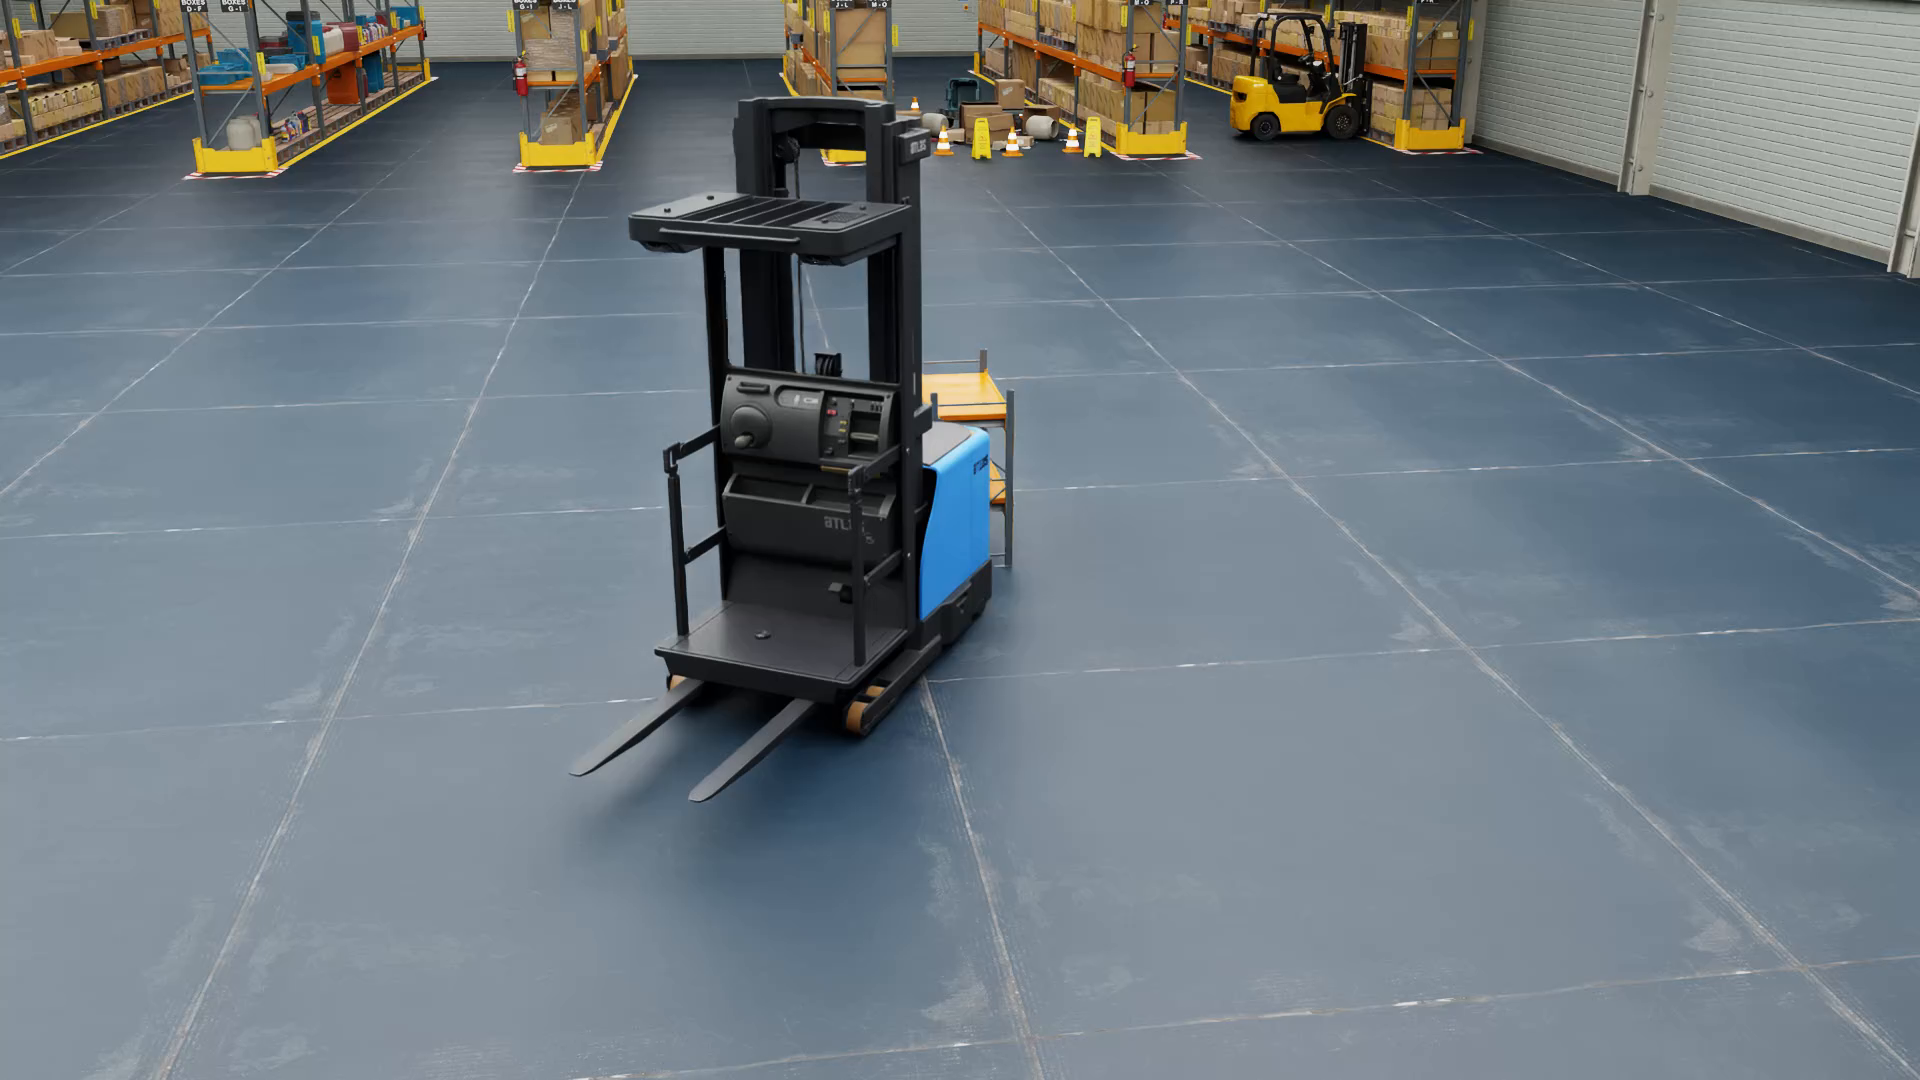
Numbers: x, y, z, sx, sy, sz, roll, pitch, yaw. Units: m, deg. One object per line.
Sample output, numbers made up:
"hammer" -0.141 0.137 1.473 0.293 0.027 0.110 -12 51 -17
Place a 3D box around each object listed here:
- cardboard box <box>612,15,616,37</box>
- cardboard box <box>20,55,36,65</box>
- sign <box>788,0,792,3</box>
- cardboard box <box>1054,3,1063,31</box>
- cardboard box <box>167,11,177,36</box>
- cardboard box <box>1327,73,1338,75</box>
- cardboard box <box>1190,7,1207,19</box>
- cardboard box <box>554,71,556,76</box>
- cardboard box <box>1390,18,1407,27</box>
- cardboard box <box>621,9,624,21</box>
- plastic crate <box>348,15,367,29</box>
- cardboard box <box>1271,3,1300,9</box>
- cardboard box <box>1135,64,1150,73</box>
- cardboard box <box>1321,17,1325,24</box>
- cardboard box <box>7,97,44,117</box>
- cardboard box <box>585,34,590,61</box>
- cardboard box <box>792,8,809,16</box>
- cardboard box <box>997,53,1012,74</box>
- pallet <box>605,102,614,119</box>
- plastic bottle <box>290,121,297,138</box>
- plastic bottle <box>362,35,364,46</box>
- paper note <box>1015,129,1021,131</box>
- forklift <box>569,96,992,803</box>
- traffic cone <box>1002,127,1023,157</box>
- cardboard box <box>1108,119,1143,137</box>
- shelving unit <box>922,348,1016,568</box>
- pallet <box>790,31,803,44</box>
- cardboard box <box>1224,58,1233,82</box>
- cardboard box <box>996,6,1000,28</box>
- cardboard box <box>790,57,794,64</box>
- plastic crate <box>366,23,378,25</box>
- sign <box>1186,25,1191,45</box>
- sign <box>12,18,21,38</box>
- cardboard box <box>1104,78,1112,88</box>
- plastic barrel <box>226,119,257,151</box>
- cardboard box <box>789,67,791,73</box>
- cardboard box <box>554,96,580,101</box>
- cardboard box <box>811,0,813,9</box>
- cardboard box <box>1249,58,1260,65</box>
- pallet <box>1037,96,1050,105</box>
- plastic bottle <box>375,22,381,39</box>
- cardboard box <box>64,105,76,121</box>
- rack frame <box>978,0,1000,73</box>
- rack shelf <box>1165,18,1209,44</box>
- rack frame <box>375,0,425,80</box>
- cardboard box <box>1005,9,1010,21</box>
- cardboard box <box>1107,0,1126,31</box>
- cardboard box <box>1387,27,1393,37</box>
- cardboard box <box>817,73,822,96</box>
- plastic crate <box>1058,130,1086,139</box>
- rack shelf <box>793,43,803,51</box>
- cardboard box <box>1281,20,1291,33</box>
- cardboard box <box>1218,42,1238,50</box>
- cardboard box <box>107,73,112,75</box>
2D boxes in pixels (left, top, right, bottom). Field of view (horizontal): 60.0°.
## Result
"cardboard box" -7.708 -11.044 35.855 0.500 0.500 0.500 -3 21 -8
"cardboard box" -16.836 -8.602 29.820 0.380 0.149 0.250 -3 21 -8
"sign" -3.873 -12.262 38.022 0.100 0.325 0.005 -3 21 -8
"cardboard box" 2.189 -10.464 33.278 0.500 0.500 0.500 -4 21 -10
"cardboard box" -17.944 -11.587 37.309 0.500 0.500 0.500 -3 21 -7
"cardboard box" 7.370 -8.846 32.015 0.500 0.250 0.500 -3 21 -9
"cardboard box" 5.997 -13.002 41.029 0.500 0.250 0.500 -3 21 -8
"cardboard box" -6.914 -7.833 27.761 0.380 0.149 0.250 -3 21 -8
"cardboard box" 7.834 -9.134 29.390 0.380 0.149 0.250 -3 21 -7
"cardboard box" -8.358 -12.619 40.004 0.500 0.250 0.500 -4 21 -10
"plastic crate" -13.566 -11.586 37.388 0.392 0.384 0.575 -3 21 -8
"cardboard box" 7.115 -11.467 36.389 0.500 0.500 0.500 -2 21 -5
"cardboard box" 3.011 -8.017 28.253 0.380 0.149 0.250 -2 21 -6
"cardboard box" 7.287 -10.199 32.666 0.380 0.149 0.250 -3 21 -9
"cardboard box" -16.723 -7.730 29.653 0.500 0.311 0.500 -3 21 -8
"cardboard box" -6.894 -8.586 28.848 0.875 0.500 0.500 -3 21 -8
"cardboard box" -3.399 -11.276 35.527 0.380 0.149 0.250 -2 21 -6
"cardboard box" 1.432 -11.700 40.817 0.875 0.438 0.875 -4 21 -9
"pallet" -7.572 -8.709 33.733 1.003 0.211 1.213 -3 21 -8
"plastic bottle" -11.478 -7.061 28.606 0.097 0.271 0.097 0 20 0
"plastic bottle" -12.368 -10.357 34.325 0.061 0.283 0.133 -3 21 -8
"paper note" 1.088 -7.741 31.397 0.148 0.019 0.142 -3 21 -8
"forklift" -0.844 -0.582 8.085 1.130 2.935 3.031 8 22 21
"traffic cone" 0.888 -6.738 28.095 0.336 0.463 0.334 -3 21 -8
"cardboard box" 2.890 -7.199 29.034 0.500 0.250 0.500 -3 21 -8
"shelving unit" -0.001 -0.529 10.526 0.538 1.125 1.048 -3 21 -8
"pallet" -2.969 -10.653 35.225 1.213 0.211 1.003 -3 21 -8
"cardboard box" 6.459 -10.913 38.619 0.500 0.500 0.500 -4 21 -9
"cardboard box" 1.147 -12.543 39.870 0.500 0.500 0.500 -3 21 -9
"cardboard box" -3.856 -11.491 39.820 0.380 0.149 0.250 -4 21 -10
"plastic crate" -13.710 -11.914 38.618 0.293 0.136 0.466 -3 21 -8
"sign" 3.813 -8.449 27.814 0.100 0.325 0.005 -3 21 -8
"sign" -16.361 -8.874 28.838 0.100 0.325 0.005 -3 21 -8
"cardboard box" 2.750 -8.055 29.327 0.380 0.149 0.250 -3 21 -7
"plastic barrel" -11.602 -6.522 26.846 0.421 0.512 0.421 0 20 0
"cardboard box" -3.985 -11.495 40.679 0.380 0.149 0.250 -4 21 -10
"cardboard box" -7.089 -7.786 30.249 0.500 0.500 0.500 -4 21 -9
"cardboard box" -2.632 -10.686 33.467 0.700 0.500 0.500 -3 21 -9
"cardboard box" 6.642 -10.618 36.904 0.380 0.149 0.250 -4 21 -11
"pallet" 2.234 -9.209 35.071 1.003 0.211 1.213 -3 21 -8
"plastic bottle" -12.705 -11.096 36.209 0.144 0.351 0.185 -3 21 -8
"cardboard box" -16.945 -7.996 31.168 0.500 0.250 0.500 -3 21 -7
"rack frame" 0.970 -13.556 42.724 1.000 3.000 0.127 -3 21 -8
"rack shelf" 6.169 -12.778 41.669 1.077 0.370 4.000 -3 21 -8
"rack frame" -13.738 -12.806 40.717 1.000 3.000 0.127 -3 21 -8
"cardboard box" 1.331 -12.168 38.509 0.500 0.250 0.500 -4 21 -9
"cardboard box" 2.921 -9.012 28.561 0.700 0.500 0.500 -3 21 -7
"cardboard box" 7.793 -8.991 29.431 0.380 0.149 0.250 -3 21 -8
"cardboard box" -2.163 -8.097 30.543 0.875 0.875 0.875 -3 21 -7
"plastic crate" 2.114 -7.448 30.544 0.402 0.080 0.583 -11 23 -26
"rack shelf" -3.049 -10.857 36.525 1.077 0.370 4.000 -3 21 -8
"cardboard box" 6.985 -10.680 34.524 0.500 0.250 0.500 -3 21 -9
"cardboard box" 6.331 -11.666 39.285 0.380 0.149 0.250 -4 21 -10
"cardboard box" -18.010 -9.495 34.796 0.500 0.500 0.500 -4 21 -10
